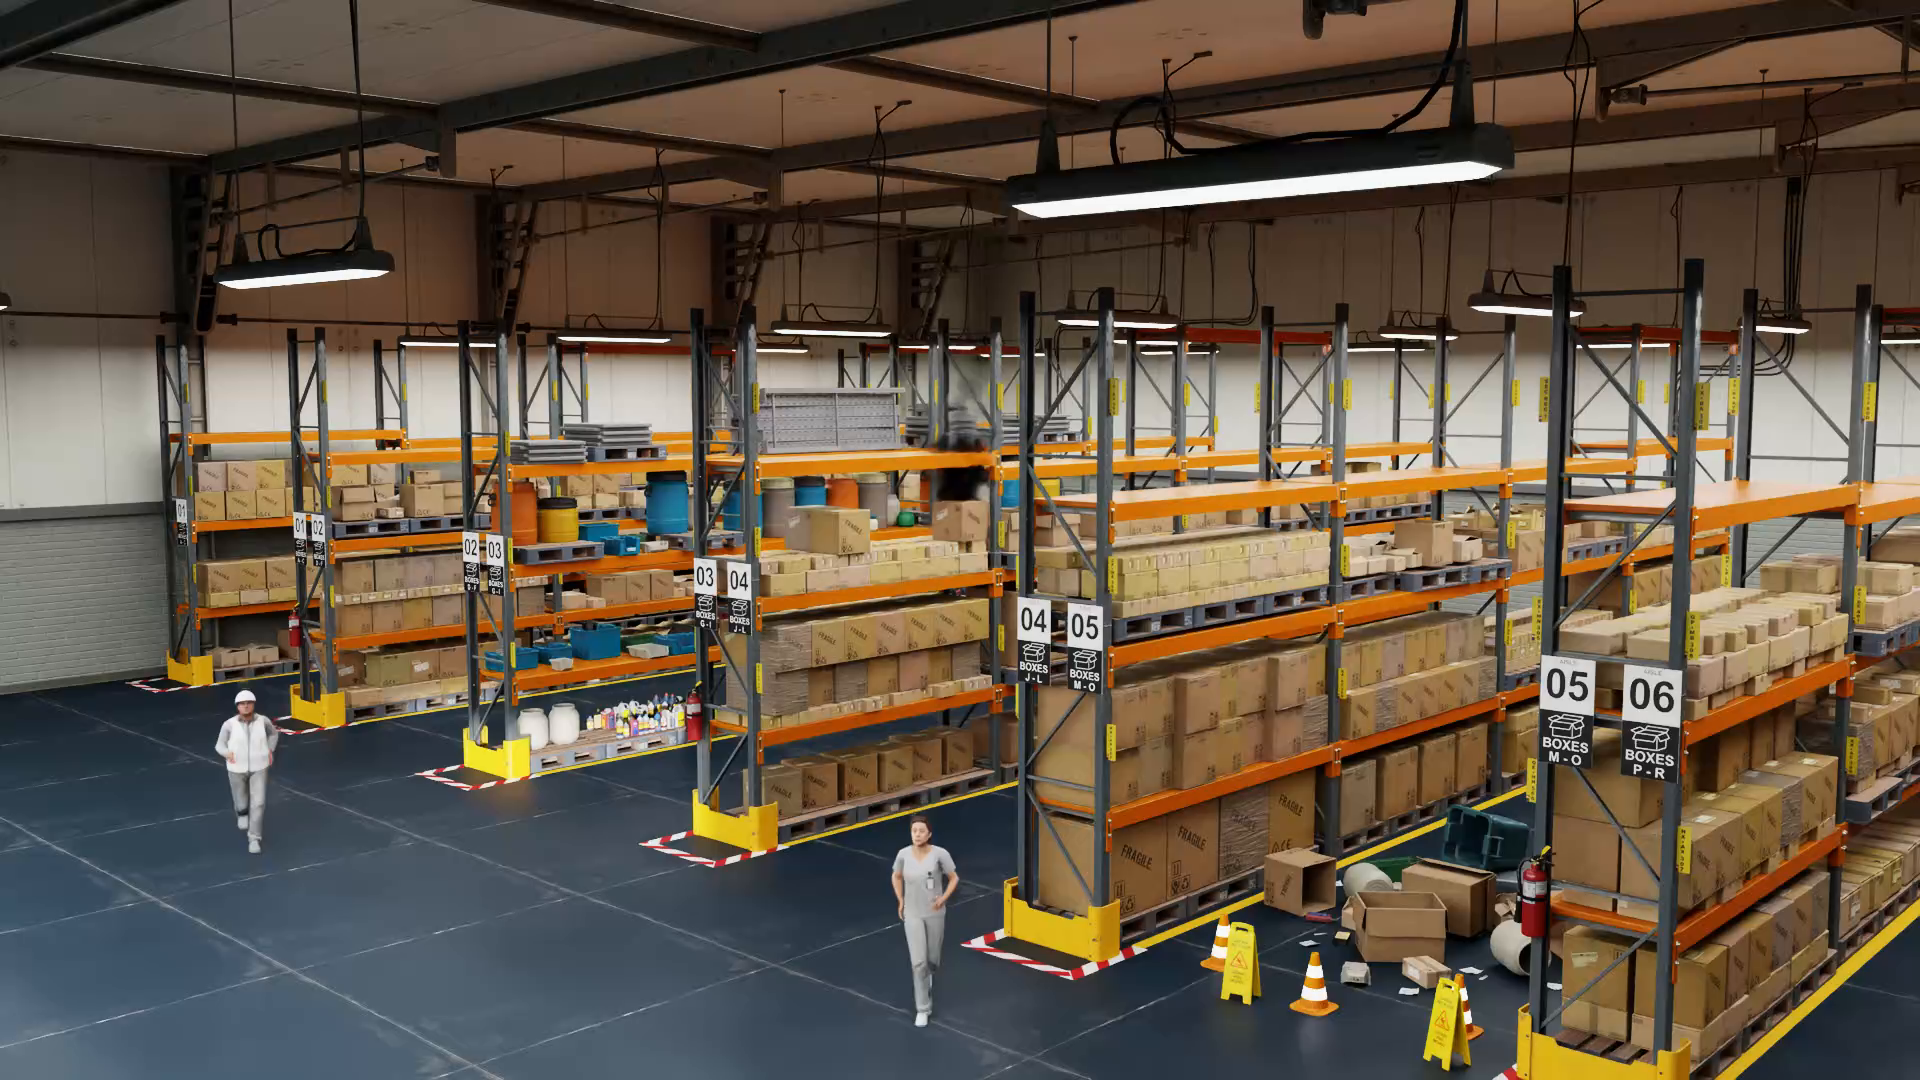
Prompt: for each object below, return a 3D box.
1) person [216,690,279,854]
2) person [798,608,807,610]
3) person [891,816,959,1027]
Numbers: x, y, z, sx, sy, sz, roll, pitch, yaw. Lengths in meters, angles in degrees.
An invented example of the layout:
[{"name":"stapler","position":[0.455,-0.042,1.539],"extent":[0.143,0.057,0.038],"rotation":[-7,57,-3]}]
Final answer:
[{"name":"person","position":[-7.939,2.551,18.567],"extent":[0.661,1.765,0.882],"rotation":[-3,6,-26]},{"name":"person","position":[-2.728,1.514,29.515],"extent":[0.663,1.748,0.576],"rotation":[4,7,35]},{"name":"person","position":[-0.290,3.073,13.666],"extent":[0.564,1.659,0.740],"rotation":[0,5,4]}]
